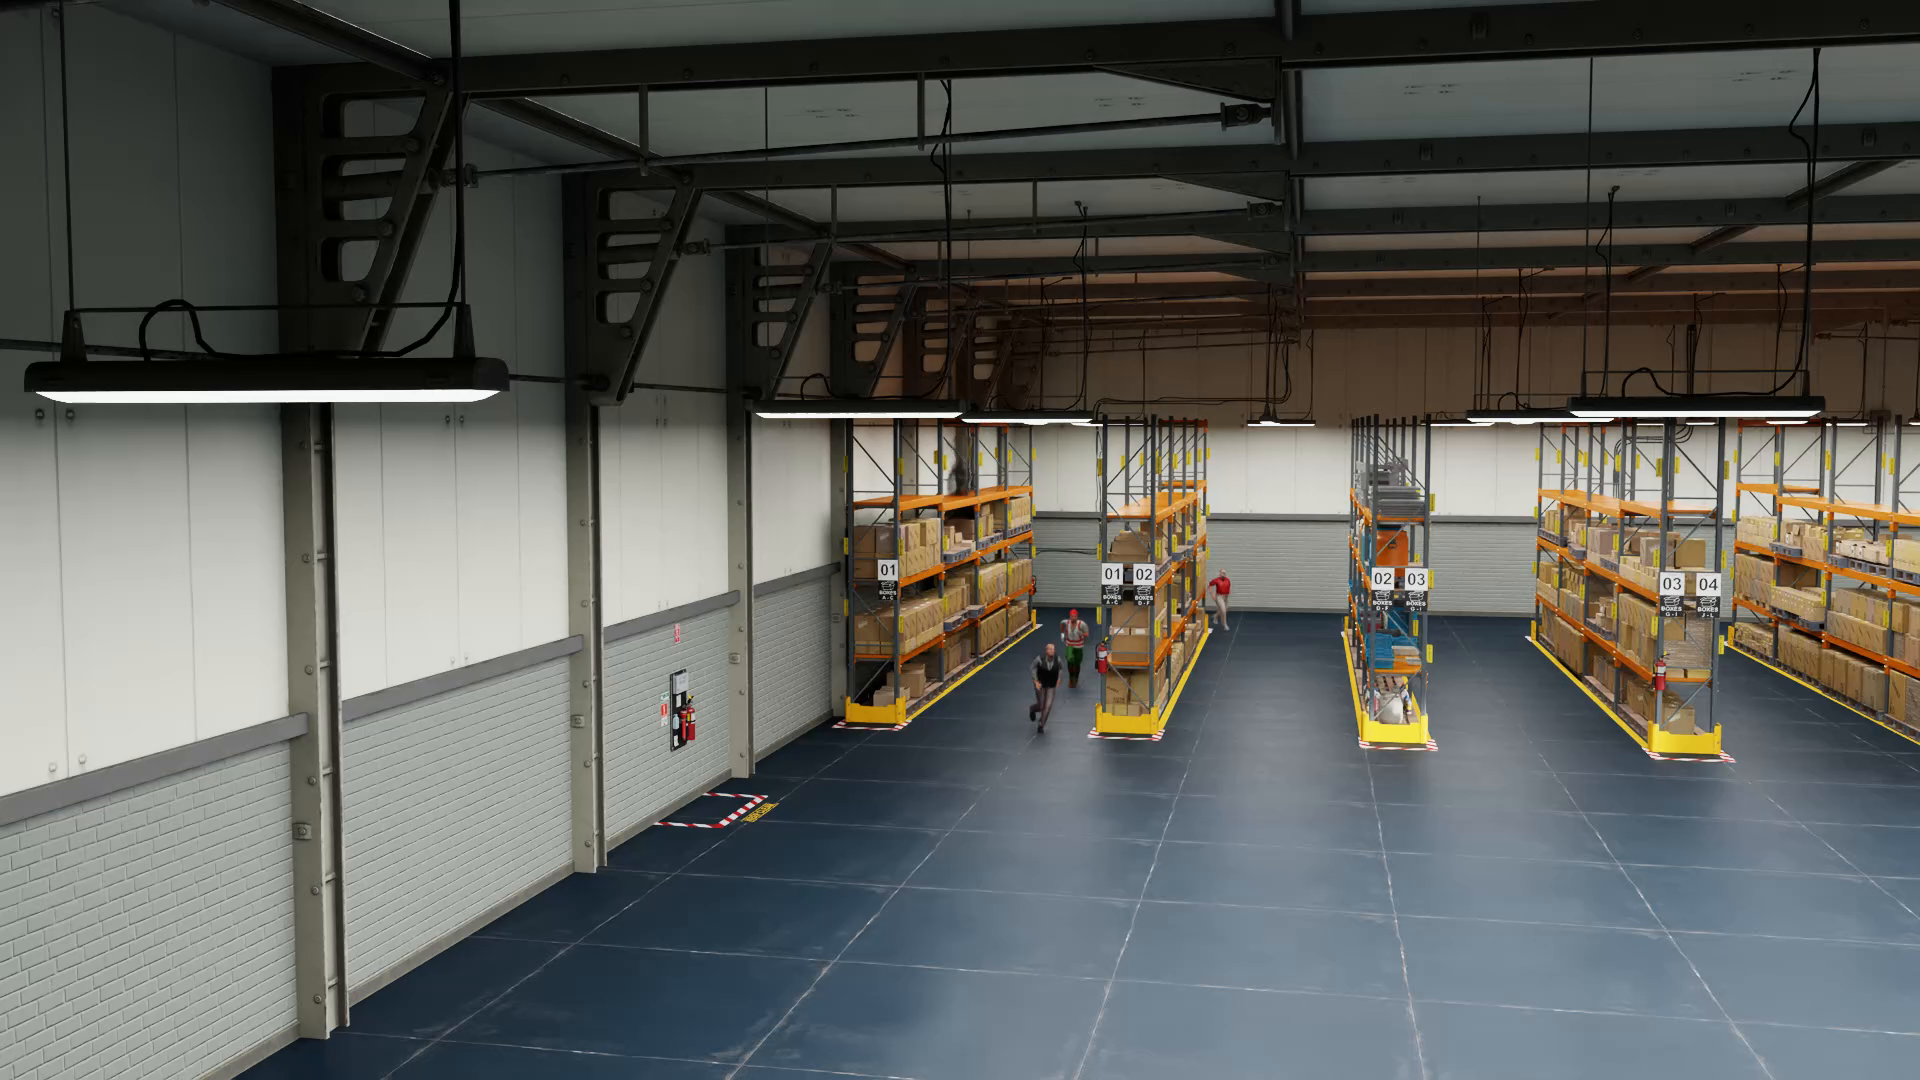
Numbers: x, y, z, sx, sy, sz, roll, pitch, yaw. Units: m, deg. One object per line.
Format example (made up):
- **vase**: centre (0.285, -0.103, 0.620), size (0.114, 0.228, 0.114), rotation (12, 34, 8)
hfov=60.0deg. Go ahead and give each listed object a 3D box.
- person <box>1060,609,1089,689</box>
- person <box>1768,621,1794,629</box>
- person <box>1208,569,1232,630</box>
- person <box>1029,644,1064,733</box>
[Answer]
- **person**: centre (2.543, 2.393, 36.879), size (0.646, 1.763, 0.953), rotation (0, 4, 5)
- **person**: centre (21.946, 1.862, 44.540), size (0.718, 1.781, 0.938), rotation (-3, 5, -41)
- **person**: centre (7.512, 1.701, 47.793), size (0.702, 1.729, 0.870), rotation (-2, 4, -29)
- **person**: centre (1.641, 2.796, 31.741), size (0.670, 1.678, 0.769), rotation (-1, 4, -17)
